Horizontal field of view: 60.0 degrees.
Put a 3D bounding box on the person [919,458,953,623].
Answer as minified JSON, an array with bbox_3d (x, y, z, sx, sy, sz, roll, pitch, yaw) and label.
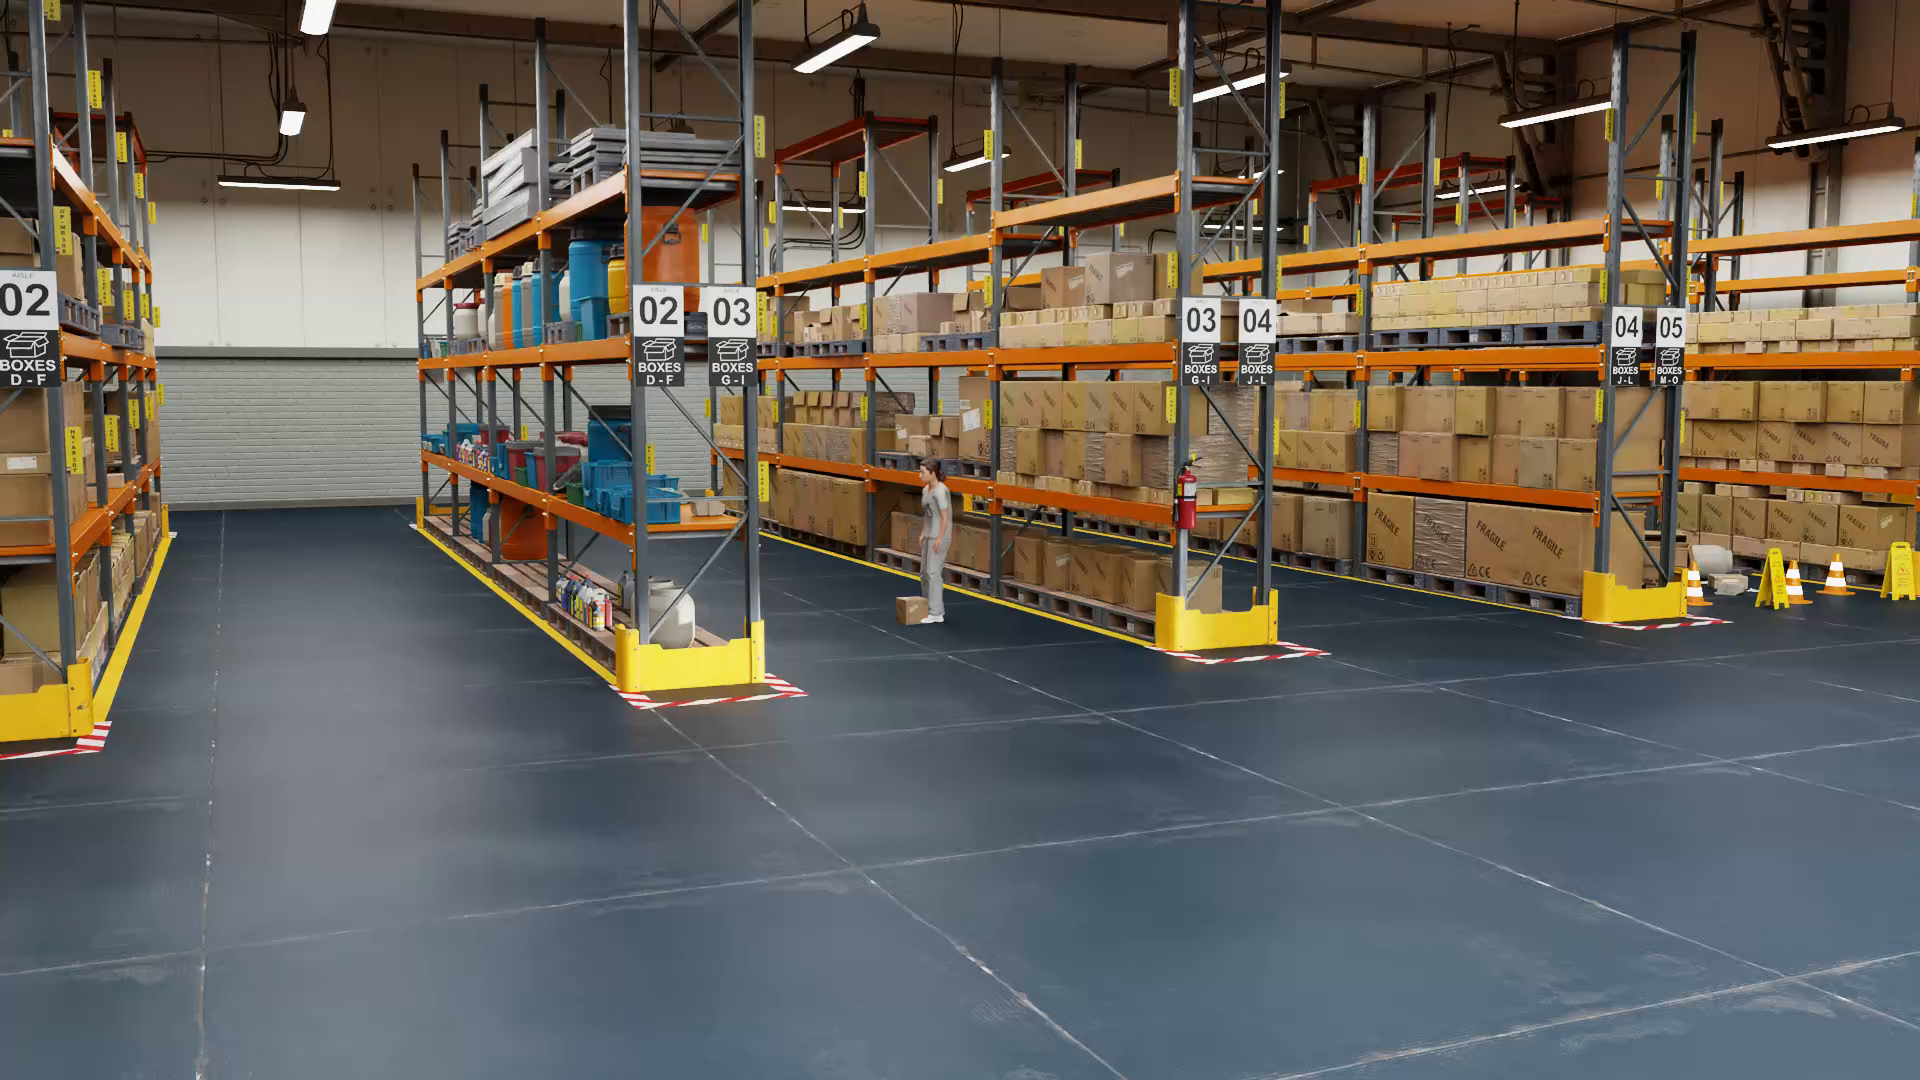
[{"bbox_3d":[-0.290,0.000,16.967,0.404,1.673,0.487,-2,6,-23],"label":"person"}]
